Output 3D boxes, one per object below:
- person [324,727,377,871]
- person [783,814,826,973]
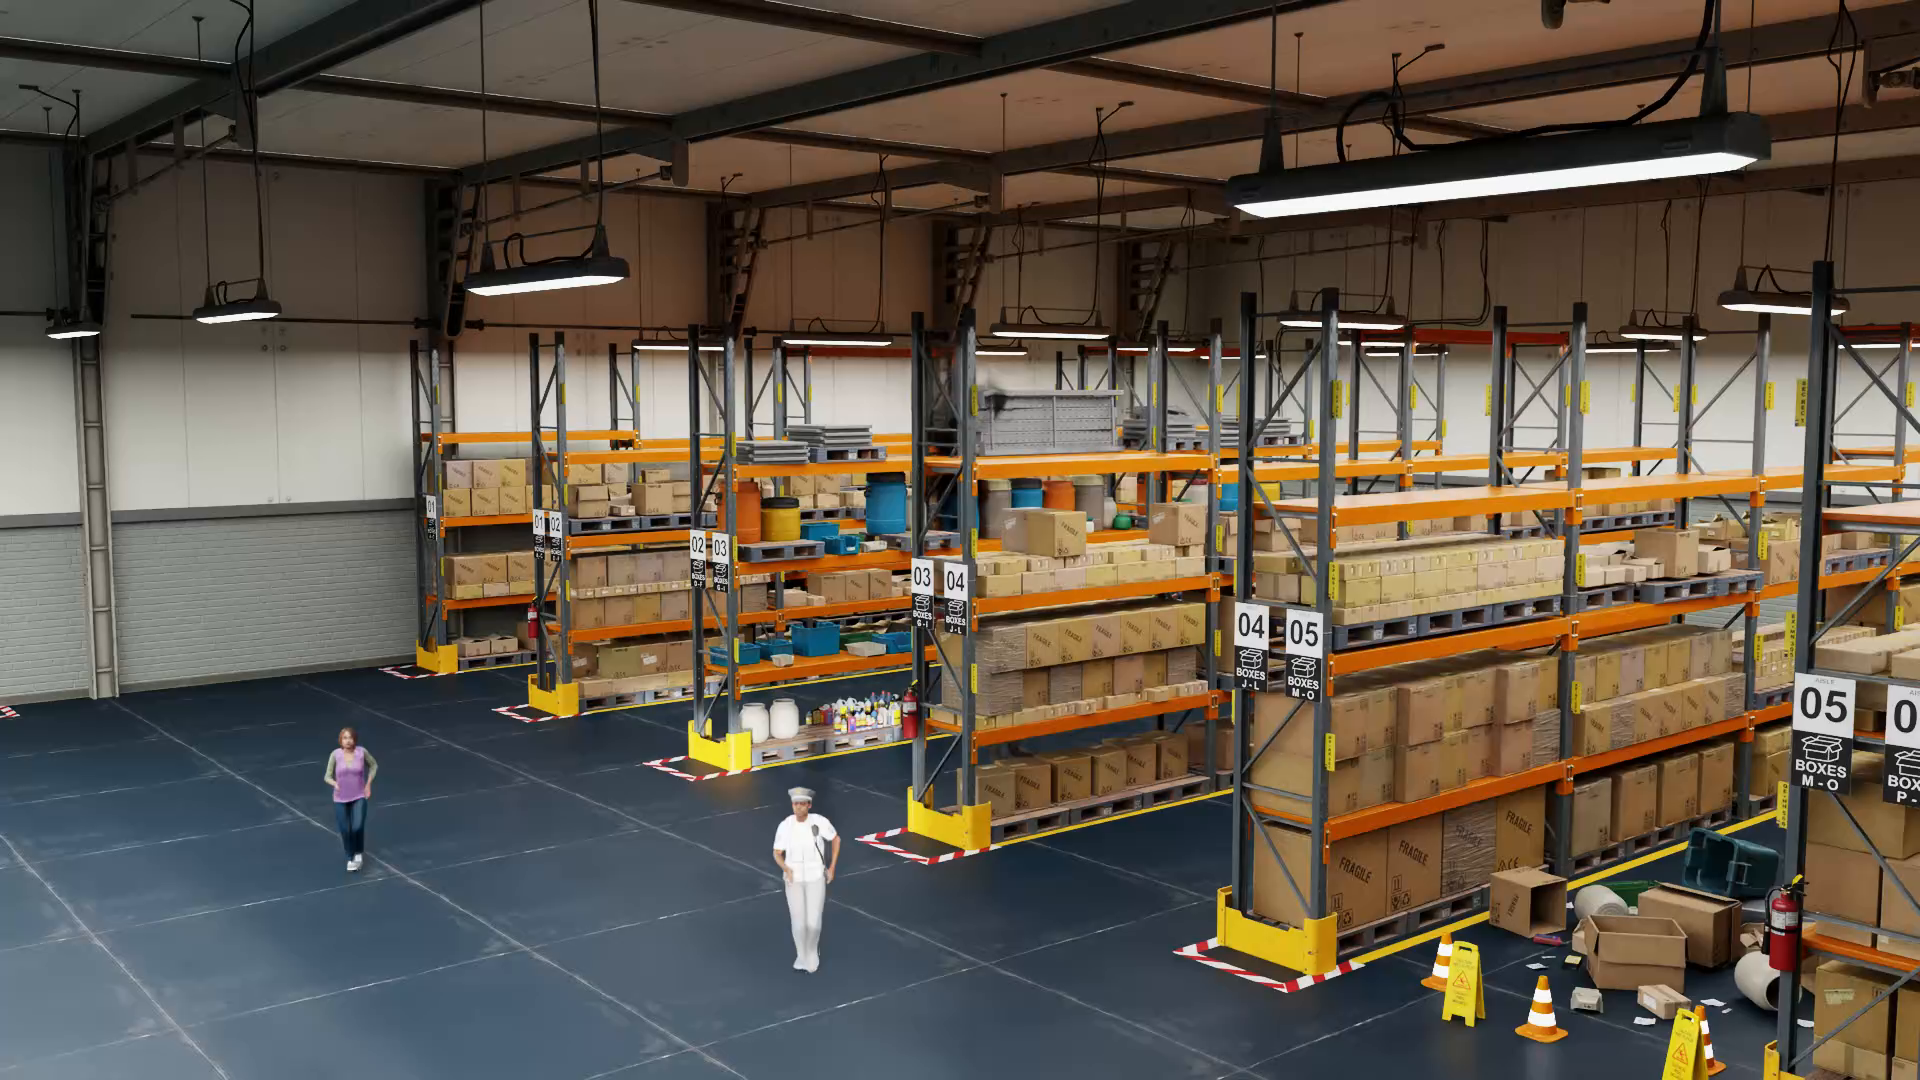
[{"bbox_3d":[-6.435,2.802,17.589,0.529,1.468,0.582,-2,6,-18],"label":"person"},{"bbox_3d":[-1.365,3.111,14.609,0.384,1.399,0.580,0,5,2],"label":"person"}]
